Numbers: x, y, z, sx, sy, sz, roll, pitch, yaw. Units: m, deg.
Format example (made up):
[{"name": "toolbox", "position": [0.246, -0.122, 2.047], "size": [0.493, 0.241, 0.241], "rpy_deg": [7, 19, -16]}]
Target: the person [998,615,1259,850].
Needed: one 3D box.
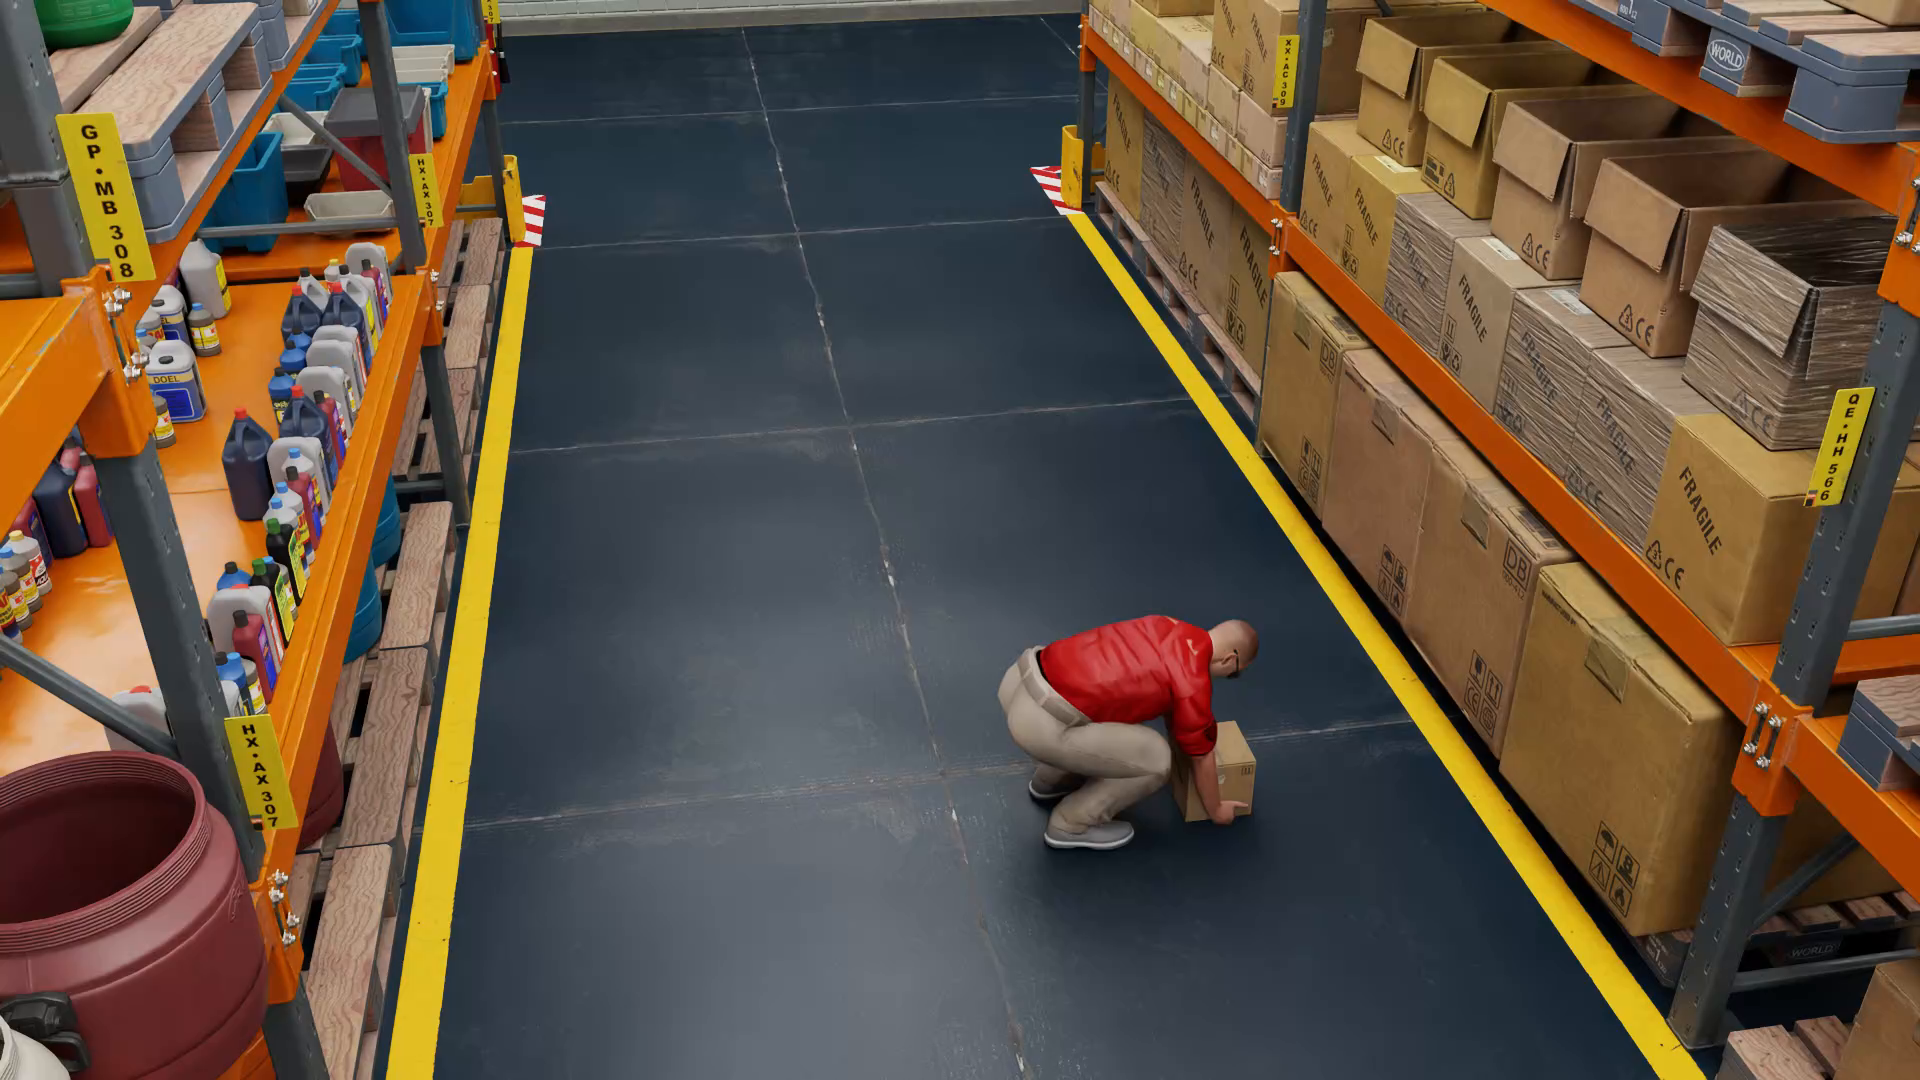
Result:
[{"name": "person", "position": [0.608, 0.670, 5.975], "size": [0.945, 0.791, 0.531], "rpy_deg": [-6, 31, -10]}]
